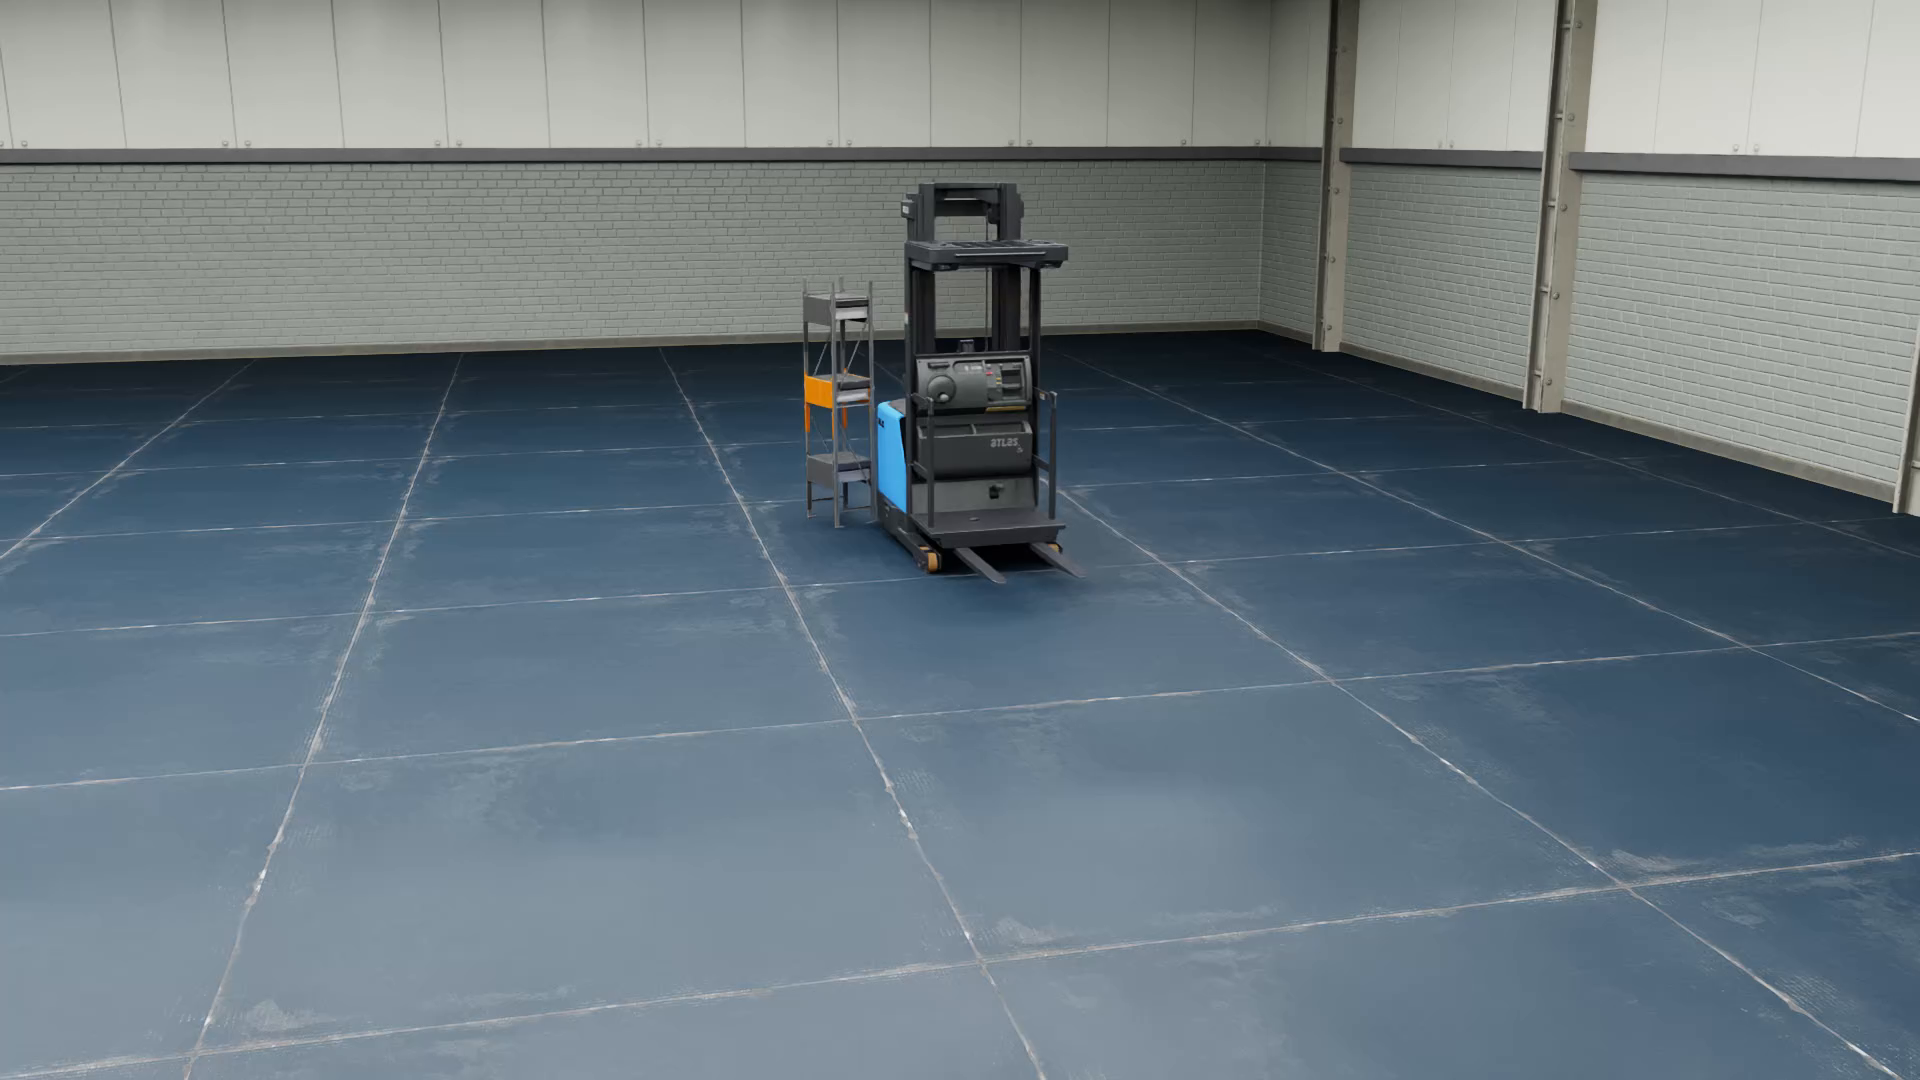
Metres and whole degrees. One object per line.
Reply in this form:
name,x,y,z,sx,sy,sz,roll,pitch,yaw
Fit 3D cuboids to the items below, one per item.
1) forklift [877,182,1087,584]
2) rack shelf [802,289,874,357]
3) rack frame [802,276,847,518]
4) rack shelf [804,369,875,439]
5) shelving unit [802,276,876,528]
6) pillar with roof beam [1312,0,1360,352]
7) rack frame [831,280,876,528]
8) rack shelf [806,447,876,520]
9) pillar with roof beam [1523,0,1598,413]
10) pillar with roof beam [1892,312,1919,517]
forklift,0.175,-1.268,12.941,1.130,2.935,3.031,-4,14,-15
rack shelf,-1.045,-1.862,14.232,0.431,0.518,0.480,-9,16,-33
rack frame,-1.182,-1.243,14.591,0.400,2.100,0.015,-9,16,-33
rack shelf,-1.045,-1.182,14.398,0.431,0.518,0.480,-9,16,-33
shelving unit,-1.045,-1.195,14.395,0.431,2.100,0.503,-9,16,-33
pillar with roof beam,1.578,-7.116,24.094,9.100,9.000,0.400,-3,14,-13
rack frame,-0.908,-1.147,14.199,0.400,2.100,0.015,-9,16,-33
rack shelf,-1.045,-0.502,14.564,0.431,0.518,0.480,-9,16,-33
pillar with roof beam,2.987,-5.732,18.429,9.100,9.000,0.400,-3,14,-13
pillar with roof beam,4.396,-4.348,12.763,9.100,9.000,0.400,-3,14,-13
